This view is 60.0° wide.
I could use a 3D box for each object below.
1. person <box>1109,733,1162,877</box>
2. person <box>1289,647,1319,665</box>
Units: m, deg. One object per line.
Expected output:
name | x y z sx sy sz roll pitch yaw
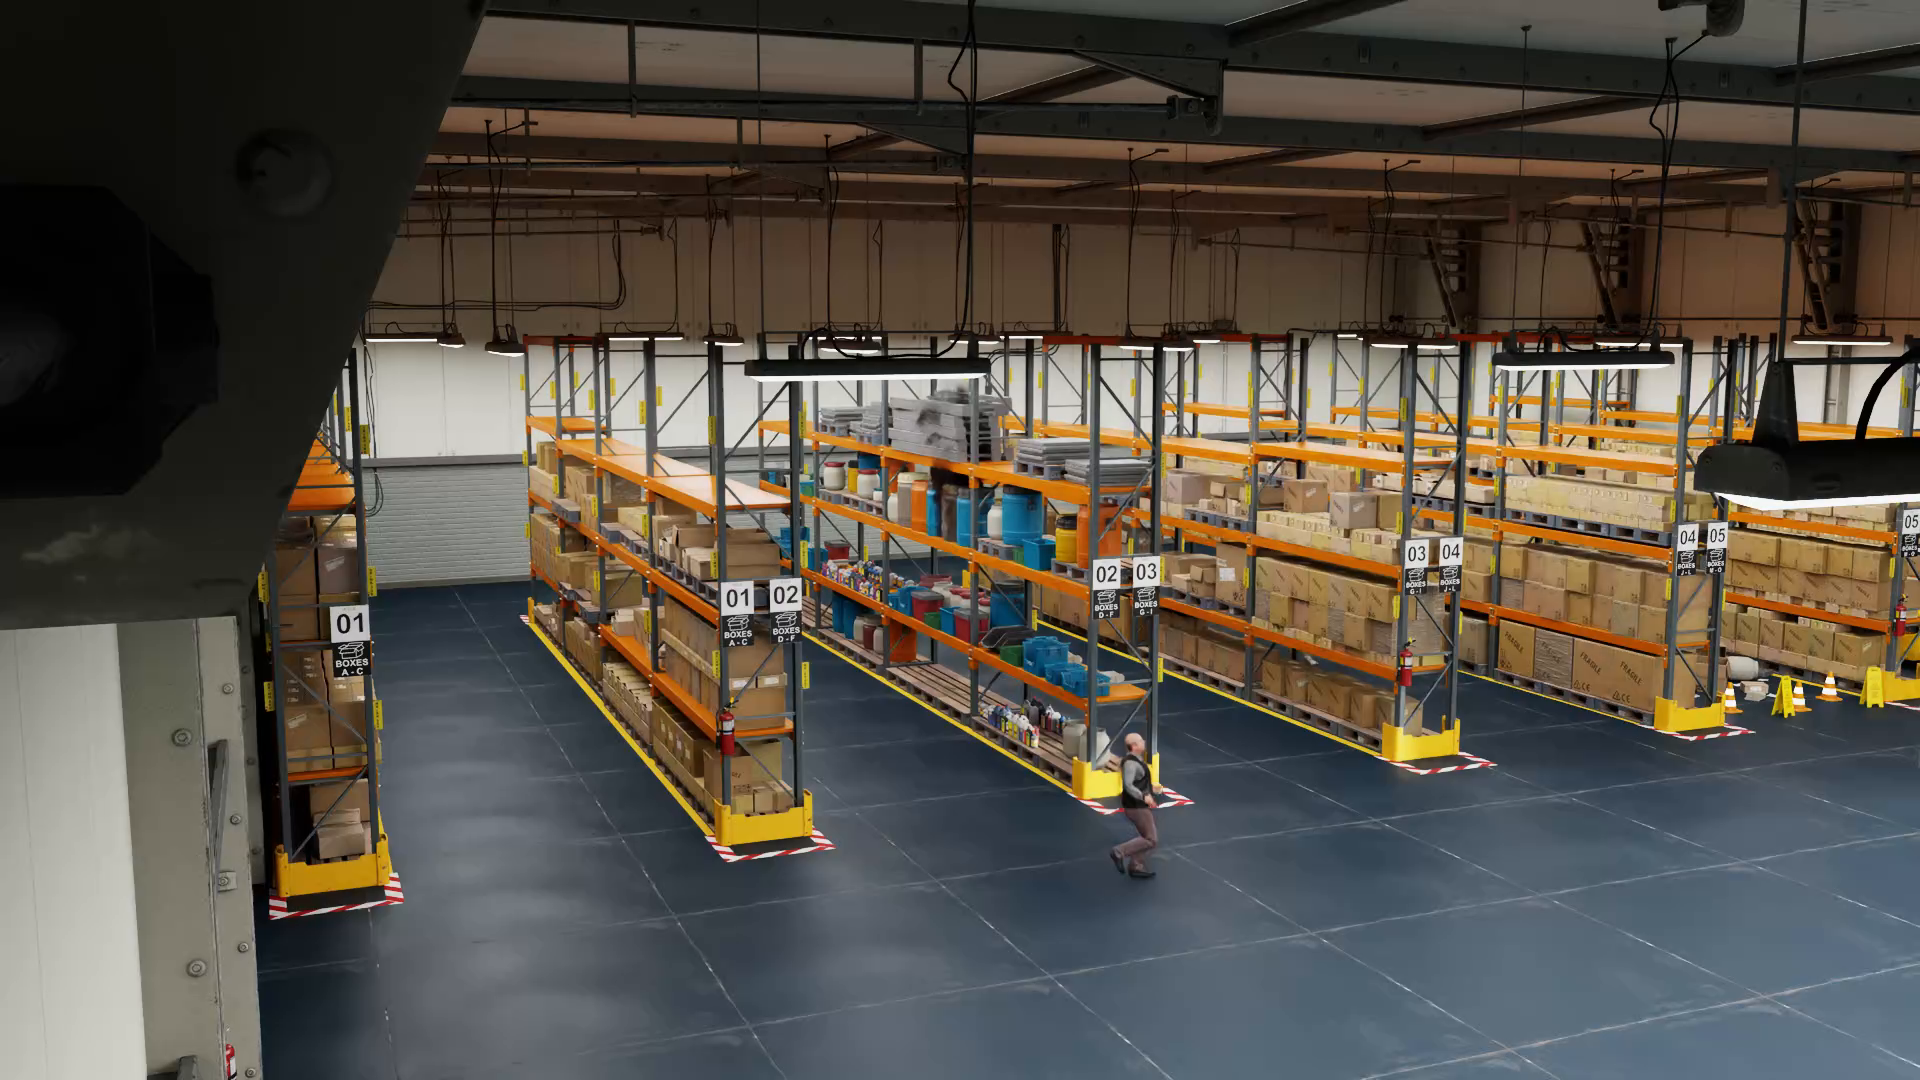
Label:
person | 2.012 3.006 18.849 0.575 1.672 0.658 0 8 2
person | 6.296 1.376 30.578 0.693 1.763 0.986 -4 9 -30
